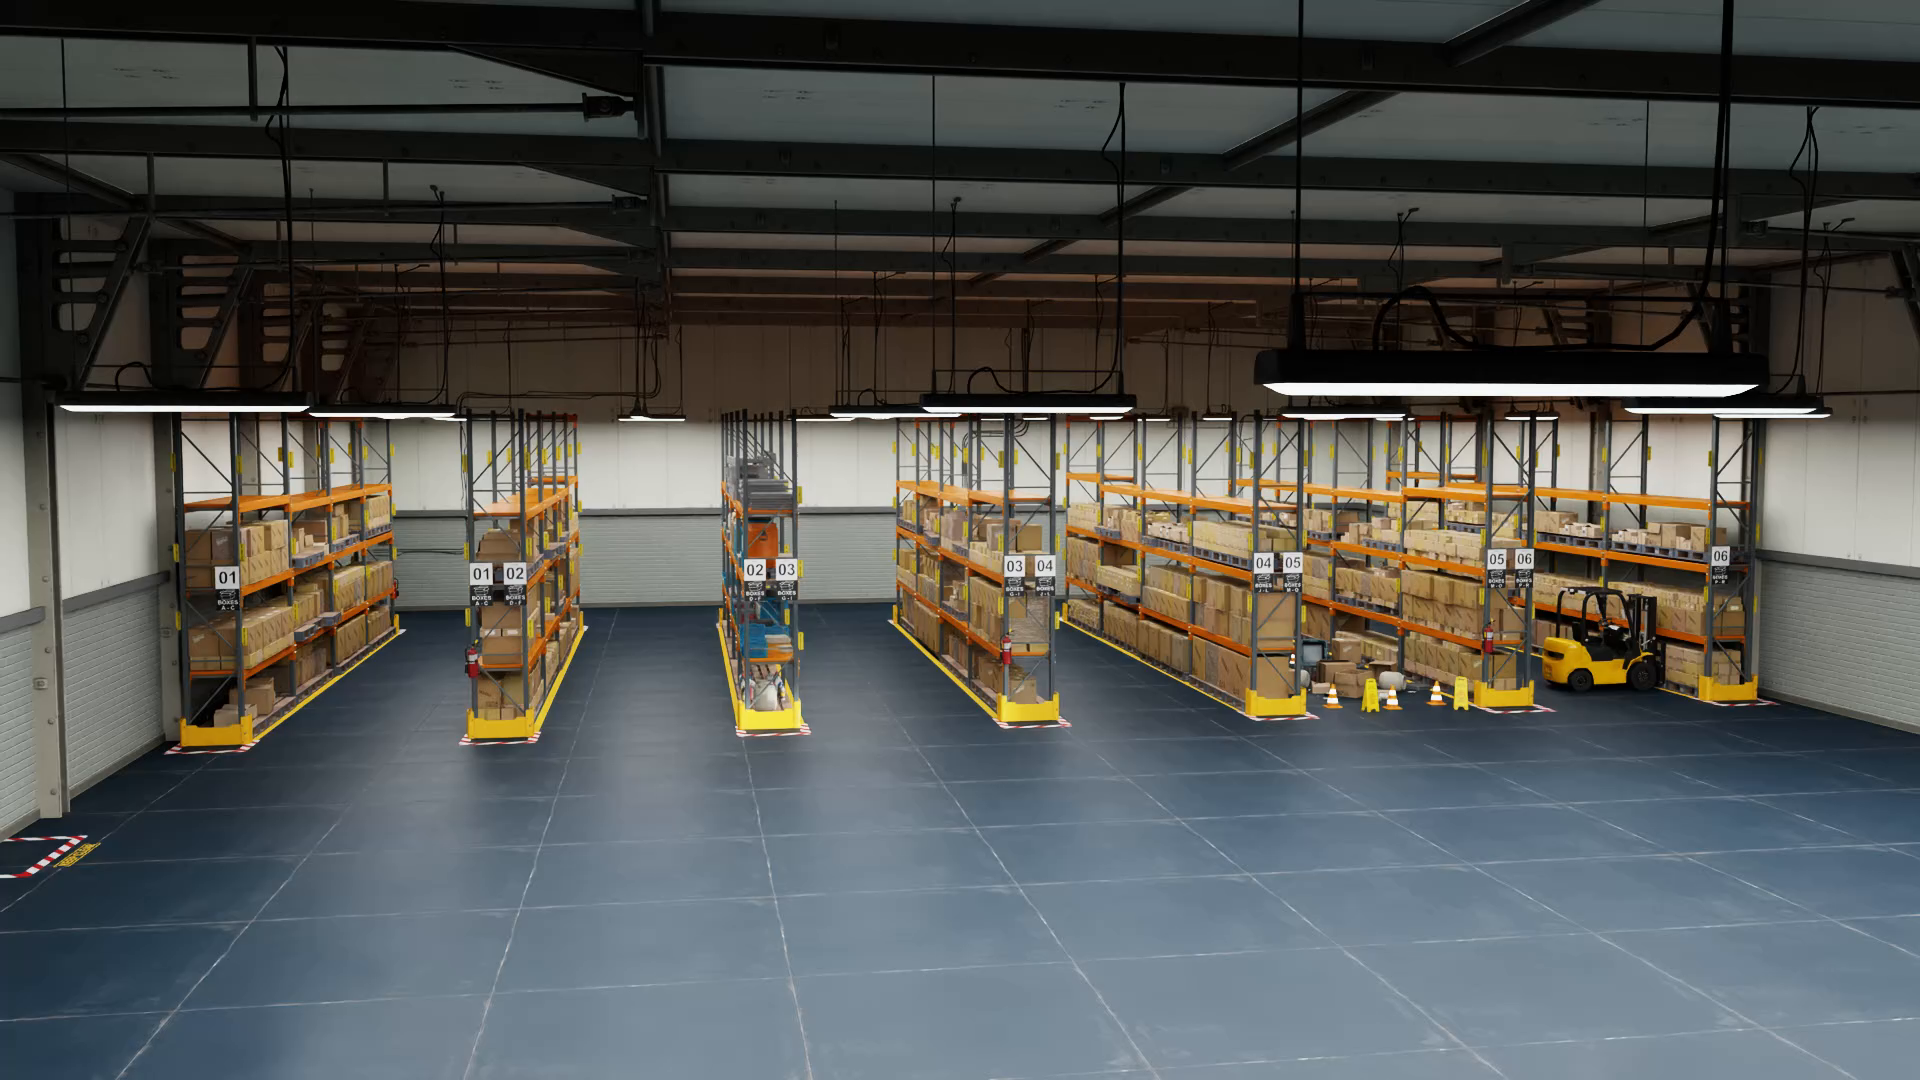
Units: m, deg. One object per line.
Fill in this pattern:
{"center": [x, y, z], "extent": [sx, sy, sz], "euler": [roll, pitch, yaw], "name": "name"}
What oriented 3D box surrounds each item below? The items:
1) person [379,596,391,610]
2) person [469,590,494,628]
{"center": [-16.179, 1.578, 46.554], "extent": [0.480, 1.764, 0.610], "euler": [-1, 4, -13], "name": "person"}
{"center": [-12.702, 1.808, 44.318], "extent": [0.686, 1.669, 0.666], "euler": [0, 4, -1], "name": "person"}
